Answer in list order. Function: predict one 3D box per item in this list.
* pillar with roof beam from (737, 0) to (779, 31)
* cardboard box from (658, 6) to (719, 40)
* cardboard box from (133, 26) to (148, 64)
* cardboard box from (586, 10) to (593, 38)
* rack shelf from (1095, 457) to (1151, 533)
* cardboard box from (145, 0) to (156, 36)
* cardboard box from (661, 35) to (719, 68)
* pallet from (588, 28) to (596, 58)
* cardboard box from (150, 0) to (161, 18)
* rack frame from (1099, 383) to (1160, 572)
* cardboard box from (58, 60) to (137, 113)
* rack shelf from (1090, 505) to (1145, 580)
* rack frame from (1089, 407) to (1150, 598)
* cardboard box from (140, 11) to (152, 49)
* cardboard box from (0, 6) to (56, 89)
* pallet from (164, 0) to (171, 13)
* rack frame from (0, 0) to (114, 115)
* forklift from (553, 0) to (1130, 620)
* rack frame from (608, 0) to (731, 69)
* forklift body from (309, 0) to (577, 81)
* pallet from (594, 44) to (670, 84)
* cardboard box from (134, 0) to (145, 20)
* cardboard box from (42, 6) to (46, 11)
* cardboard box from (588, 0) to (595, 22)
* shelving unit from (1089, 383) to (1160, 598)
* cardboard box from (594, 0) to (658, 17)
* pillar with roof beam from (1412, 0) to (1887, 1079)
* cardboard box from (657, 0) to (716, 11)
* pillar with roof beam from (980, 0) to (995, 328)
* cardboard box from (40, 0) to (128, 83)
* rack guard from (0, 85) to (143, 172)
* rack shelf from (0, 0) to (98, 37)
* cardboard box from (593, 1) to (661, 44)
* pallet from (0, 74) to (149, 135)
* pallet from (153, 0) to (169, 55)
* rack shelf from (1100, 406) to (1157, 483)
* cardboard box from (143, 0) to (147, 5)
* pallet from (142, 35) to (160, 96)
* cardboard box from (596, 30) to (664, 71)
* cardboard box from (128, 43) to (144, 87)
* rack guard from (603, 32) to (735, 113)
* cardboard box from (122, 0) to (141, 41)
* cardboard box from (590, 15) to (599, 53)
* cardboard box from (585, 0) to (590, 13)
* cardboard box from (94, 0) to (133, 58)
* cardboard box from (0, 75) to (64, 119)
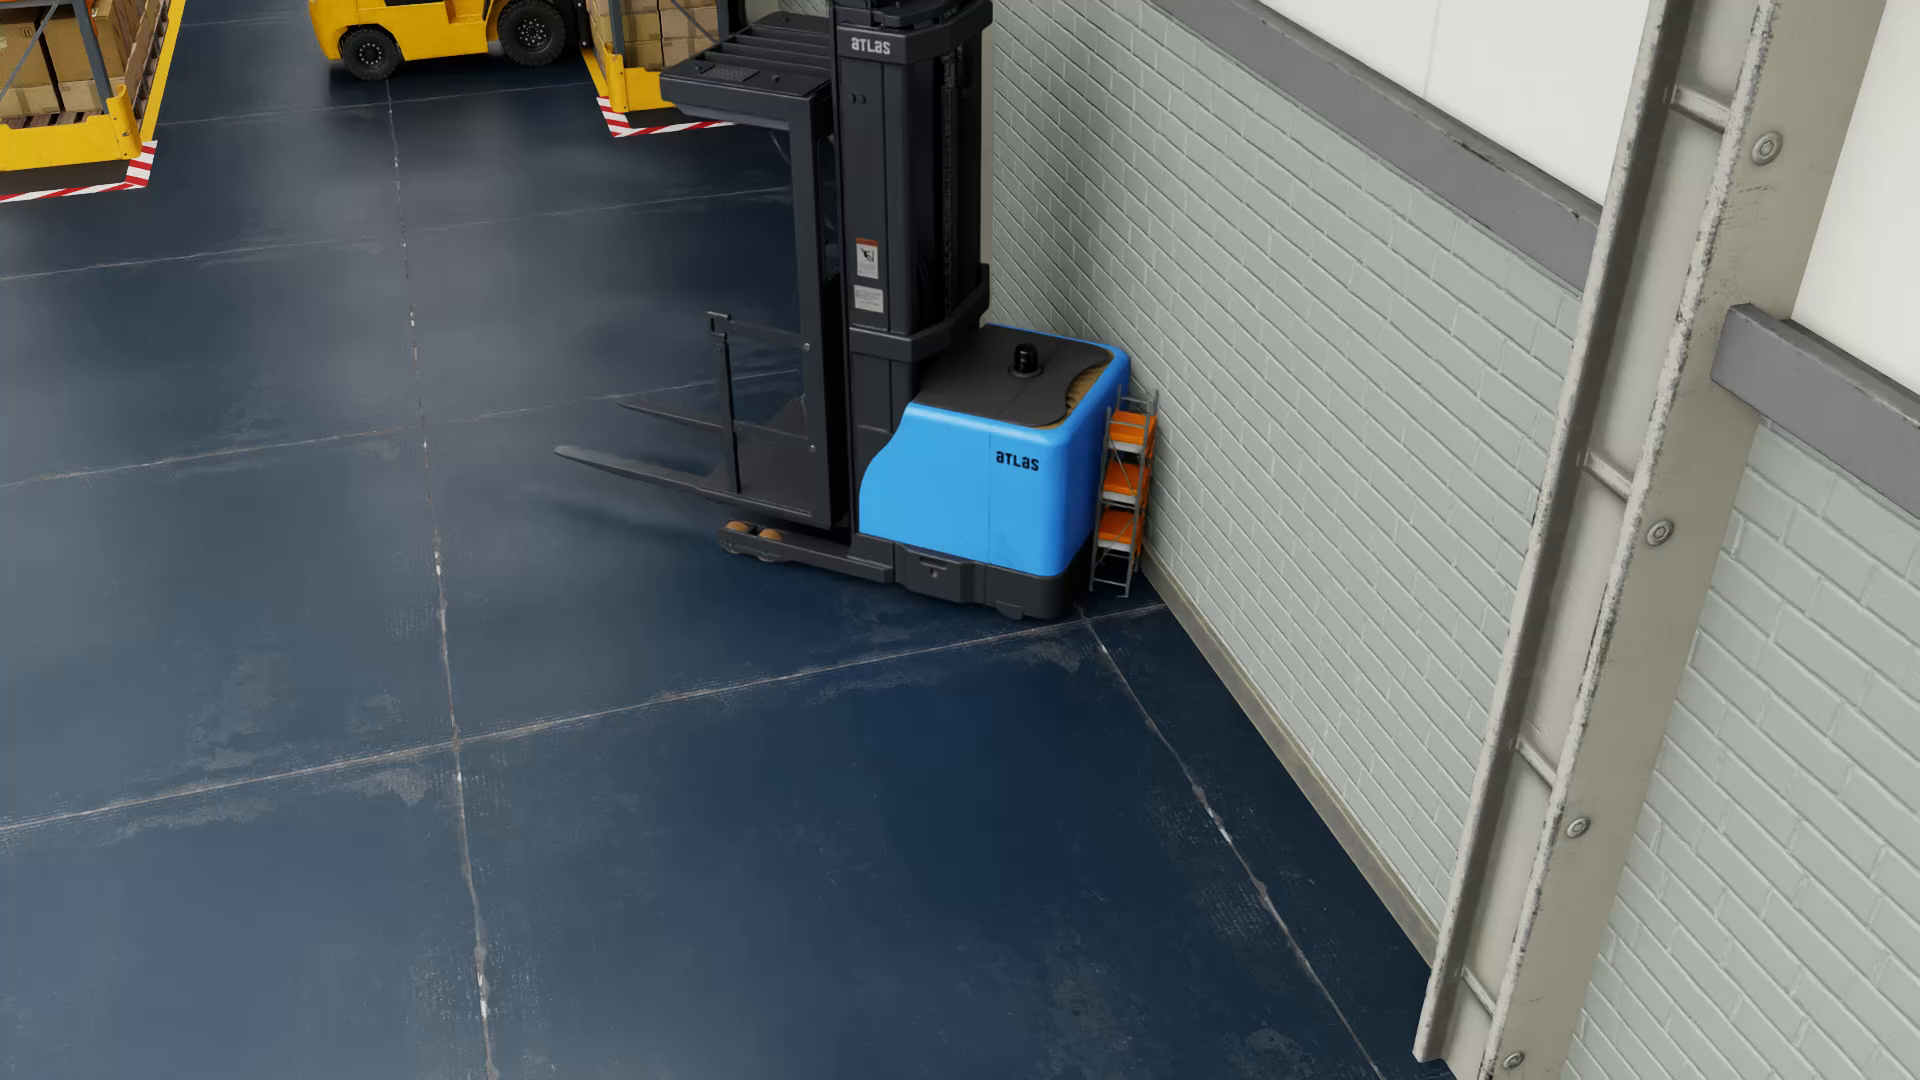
[{"bbox_3d":[-5.932,-7.418,11.813,9.100,9.000,0.400,-10,35,-15],"label":"pillar with roof beam"},{"bbox_3d":[-2.423,-4.640,14.711,0.500,0.250,0.500,-9,35,-14],"label":"cardboard box"},{"bbox_3d":[-7.513,-4.337,14.705,0.500,0.250,0.500,-8,34,-12],"label":"cardboard box"},{"bbox_3d":[-3.209,-4.870,15.513,0.500,0.250,0.500,-10,35,-14],"label":"cardboard box"},{"bbox_3d":[0.799,-0.221,8.143,0.215,0.259,0.240,11,34,12],"label":"rack shelf"},{"bbox_3d":[-7.816,-4.870,15.513,0.500,0.250,0.500,-11,35,-16],"label":"cardboard box"},{"bbox_3d":[-2.441,-4.441,14.863,0.500,0.250,0.500,-10,35,-15],"label":"cardboard box"},{"bbox_3d":[-3.119,-4.992,16.114,1.003,0.211,1.213,-10,35,-15],"label":"pallet"},{"bbox_3d":[-7.988,-5.148,15.933,0.500,0.250,0.500,-8,34,-13],"label":"cardboard box"},{"bbox_3d":[0.833,-0.294,8.236,0.200,1.050,0.008,11,34,12],"label":"rack frame"},{"bbox_3d":[-7.186,-3.783,13.868,0.500,0.250,0.500,-10,35,-15],"label":"cardboard box"},{"bbox_3d":[0.787,0.010,8.297,0.215,0.259,0.240,11,34,12],"label":"rack shelf"},{"bbox_3d":[0.765,-0.167,8.039,0.200,1.050,0.008,11,34,12],"label":"rack frame"},{"bbox_3d":[-7.665,-4.602,15.107,0.500,0.250,0.500,-9,35,-14],"label":"cardboard box"},{"bbox_3d":[-7.696,-4.003,13.520,0.500,0.500,0.500,-10,35,-14],"label":"cardboard box"},{"bbox_3d":[-8.663,-5.630,17.079,1.003,0.211,1.213,-10,35,-15],"label":"pallet"},{"bbox_3d":[-7.204,-4.285,12.514,1.000,3.000,0.127,-10,35,-15],"label":"rack frame"},{"bbox_3d":[-0.708,-1.360,8.149,3.031,2.935,1.130,14,36,19],"label":"forklift"},{"bbox_3d":[-2.478,-5.122,13.780,1.000,3.000,0.127,-10,35,-15],"label":"rack frame"},{"bbox_3d":[-4.794,-5.457,15.057,2.313,2.155,1.214,-10,35,-15],"label":"forklift body"},{"bbox_3d":[-2.751,-4.353,15.146,1.003,0.211,1.213,-10,35,-15],"label":"pallet"},{"bbox_3d":[-7.674,-4.926,14.917,0.500,0.500,0.500,-8,34,-12],"label":"cardboard box"},{"bbox_3d":[-7.859,-4.276,13.934,0.500,0.500,0.500,-9,34,-13],"label":"cardboard box"},{"bbox_3d":[-3.067,-4.827,14.993,0.500,0.250,0.500,-10,35,-15],"label":"cardboard box"},{"bbox_3d":[0.799,-0.230,8.138,0.215,1.050,0.252,11,34,12],"label":"shelving unit"},{"bbox_3d":[-2.915,-4.756,14.433,0.500,0.250,0.500,-9,34,-13],"label":"cardboard box"},{"bbox_3d":[-2.271,-1.118,2.279,9.100,9.000,0.400,-10,35,-15],"label":"pillar with roof beam"},{"bbox_3d":[-2.444,-4.851,14.577,0.500,0.250,0.500,-11,35,-15],"label":"cardboard box"},{"bbox_3d":[-4.101,-4.268,7.046,9.100,9.000,0.400,-10,35,-15],"label":"pillar with roof beam"},{"bbox_3d":[-7.194,-4.108,13.680,0.500,0.500,0.500,-11,35,-16],"label":"cardboard box"},{"bbox_3d":[-7.227,-3.282,13.264,1.175,0.500,0.348,-10,35,-15],"label":"rack guard"},{"bbox_3d":[-7.814,-5.035,14.302,1.077,0.370,4.000,-10,35,-15],"label":"rack shelf"},{"bbox_3d":[-2.924,-4.561,14.592,0.500,0.250,0.500,-10,35,-15],"label":"cardboard box"},{"bbox_3d":[-7.441,-3.594,13.998,1.003,0.211,1.213,-10,35,-15],"label":"pallet"},{"bbox_3d":[-8.185,-4.875,15.936,1.003,0.211,1.213,-10,35,-15],"label":"pallet"},{"bbox_3d":[0.811,-0.458,7.987,0.215,0.259,0.240,11,34,12],"label":"rack shelf"},{"bbox_3d":[-7.831,-5.194,15.322,0.500,0.500,0.500,-9,35,-14],"label":"cardboard box"},{"bbox_3d":[-7.810,-4.234,14.965,1.003,0.211,1.213,-10,35,-15],"label":"pallet"},{"bbox_3d":[-2.922,-4.343,14.715,0.500,0.250,0.500,-10,35,-14],"label":"cardboard box"},{"bbox_3d":[-7.335,-4.052,14.275,0.500,0.250,0.500,-9,34,-13],"label":"cardboard box"},{"bbox_3d":[-2.470,-4.066,14.450,1.175,0.500,0.348,-10,35,-15],"label":"rack guard"},{"bbox_3d":[-7.503,-4.647,14.495,0.500,0.500,0.500,-9,35,-14],"label":"cardboard box"},{"bbox_3d":[-3.065,-4.606,15.113,0.500,0.250,0.500,-10,35,-15],"label":"cardboard box"},{"bbox_3d":[-3.244,-5.094,15.398,0.500,0.250,0.500,-11,35,-16],"label":"cardboard box"},{"bbox_3d":[-7.358,-4.382,14.094,0.500,0.500,0.500,-11,35,-17],"label":"cardboard box"},{"bbox_3d":[-7.714,-3.705,13.749,0.500,0.250,0.500,-10,35,-15],"label":"cardboard box"}]
